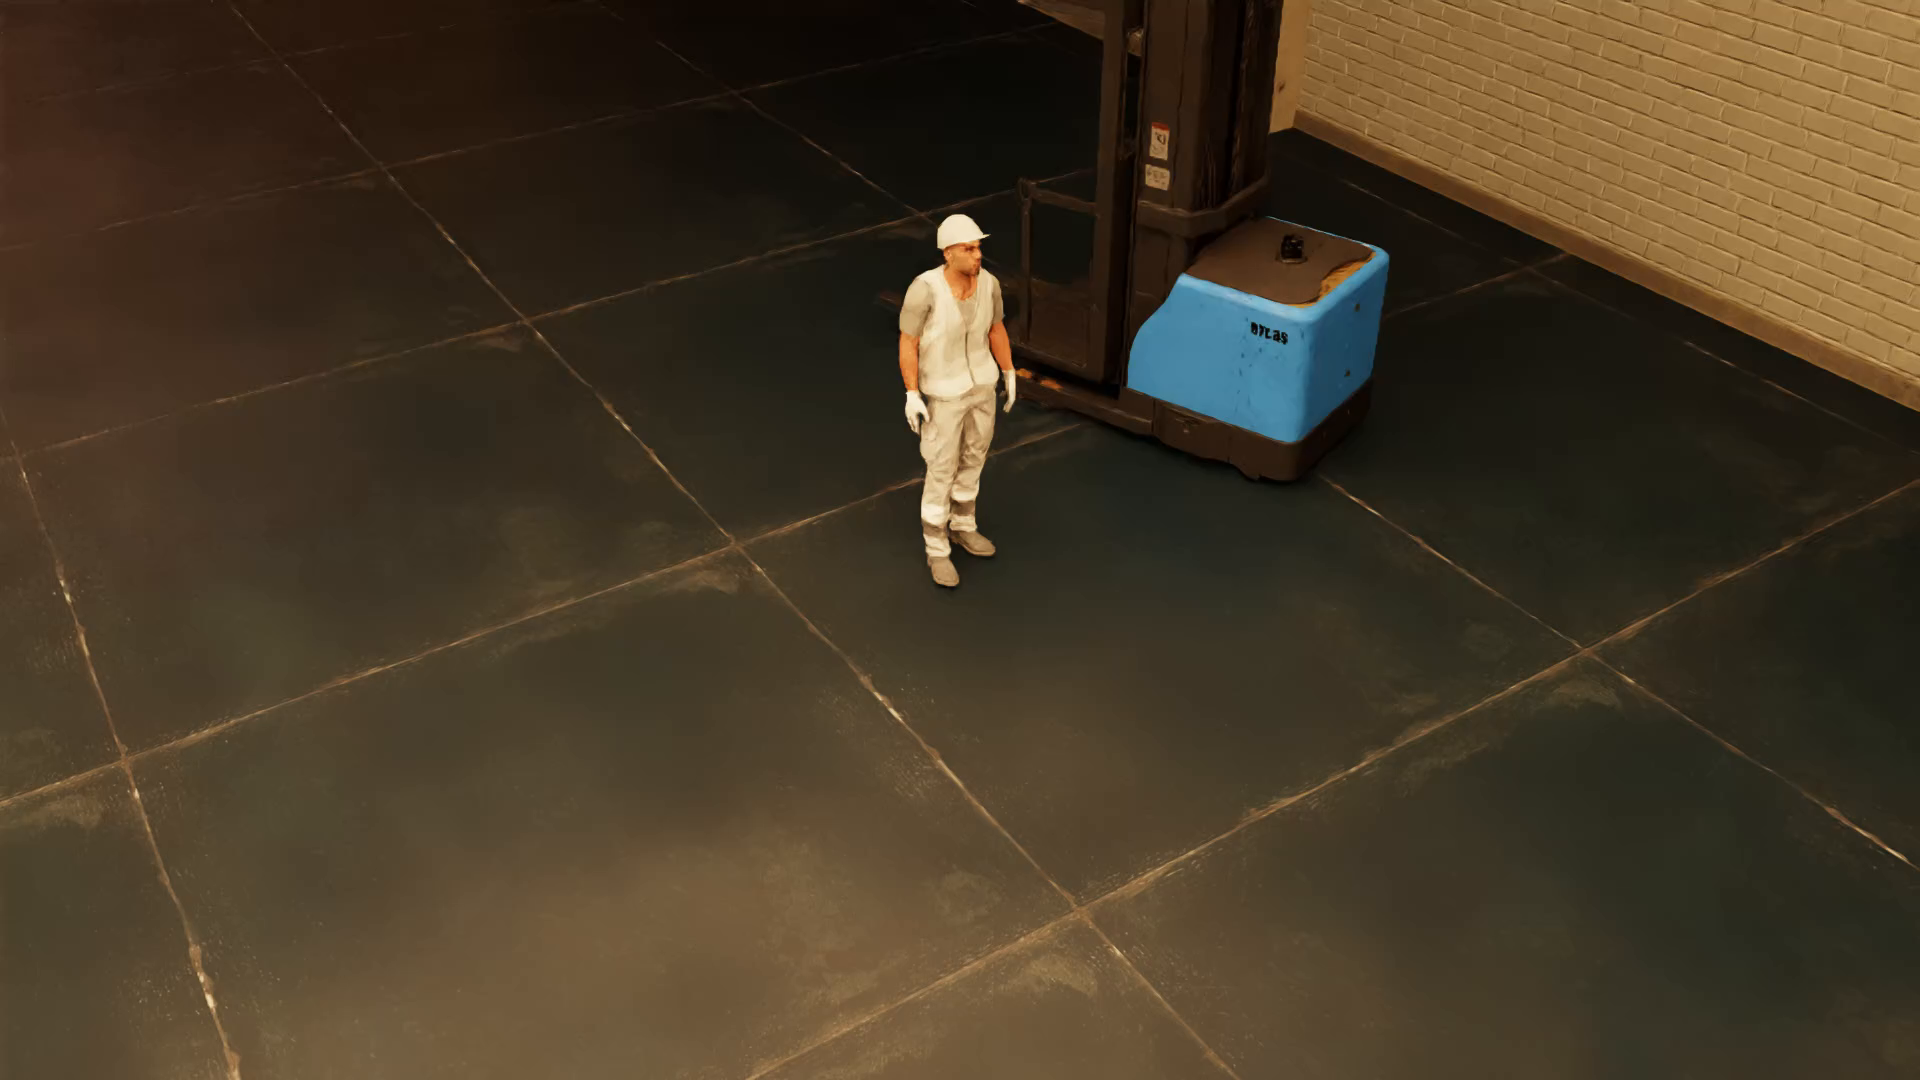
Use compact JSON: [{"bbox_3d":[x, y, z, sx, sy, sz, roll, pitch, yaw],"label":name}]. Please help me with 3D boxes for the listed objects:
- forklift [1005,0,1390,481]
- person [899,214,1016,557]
[{"bbox_3d":[0.886,-2.199,9.277,3.031,2.935,1.130,23,41,29],"label":"forklift"},{"bbox_3d":[-0.004,-0.751,8.152,0.637,1.736,0.423,-21,40,-27],"label":"person"}]
